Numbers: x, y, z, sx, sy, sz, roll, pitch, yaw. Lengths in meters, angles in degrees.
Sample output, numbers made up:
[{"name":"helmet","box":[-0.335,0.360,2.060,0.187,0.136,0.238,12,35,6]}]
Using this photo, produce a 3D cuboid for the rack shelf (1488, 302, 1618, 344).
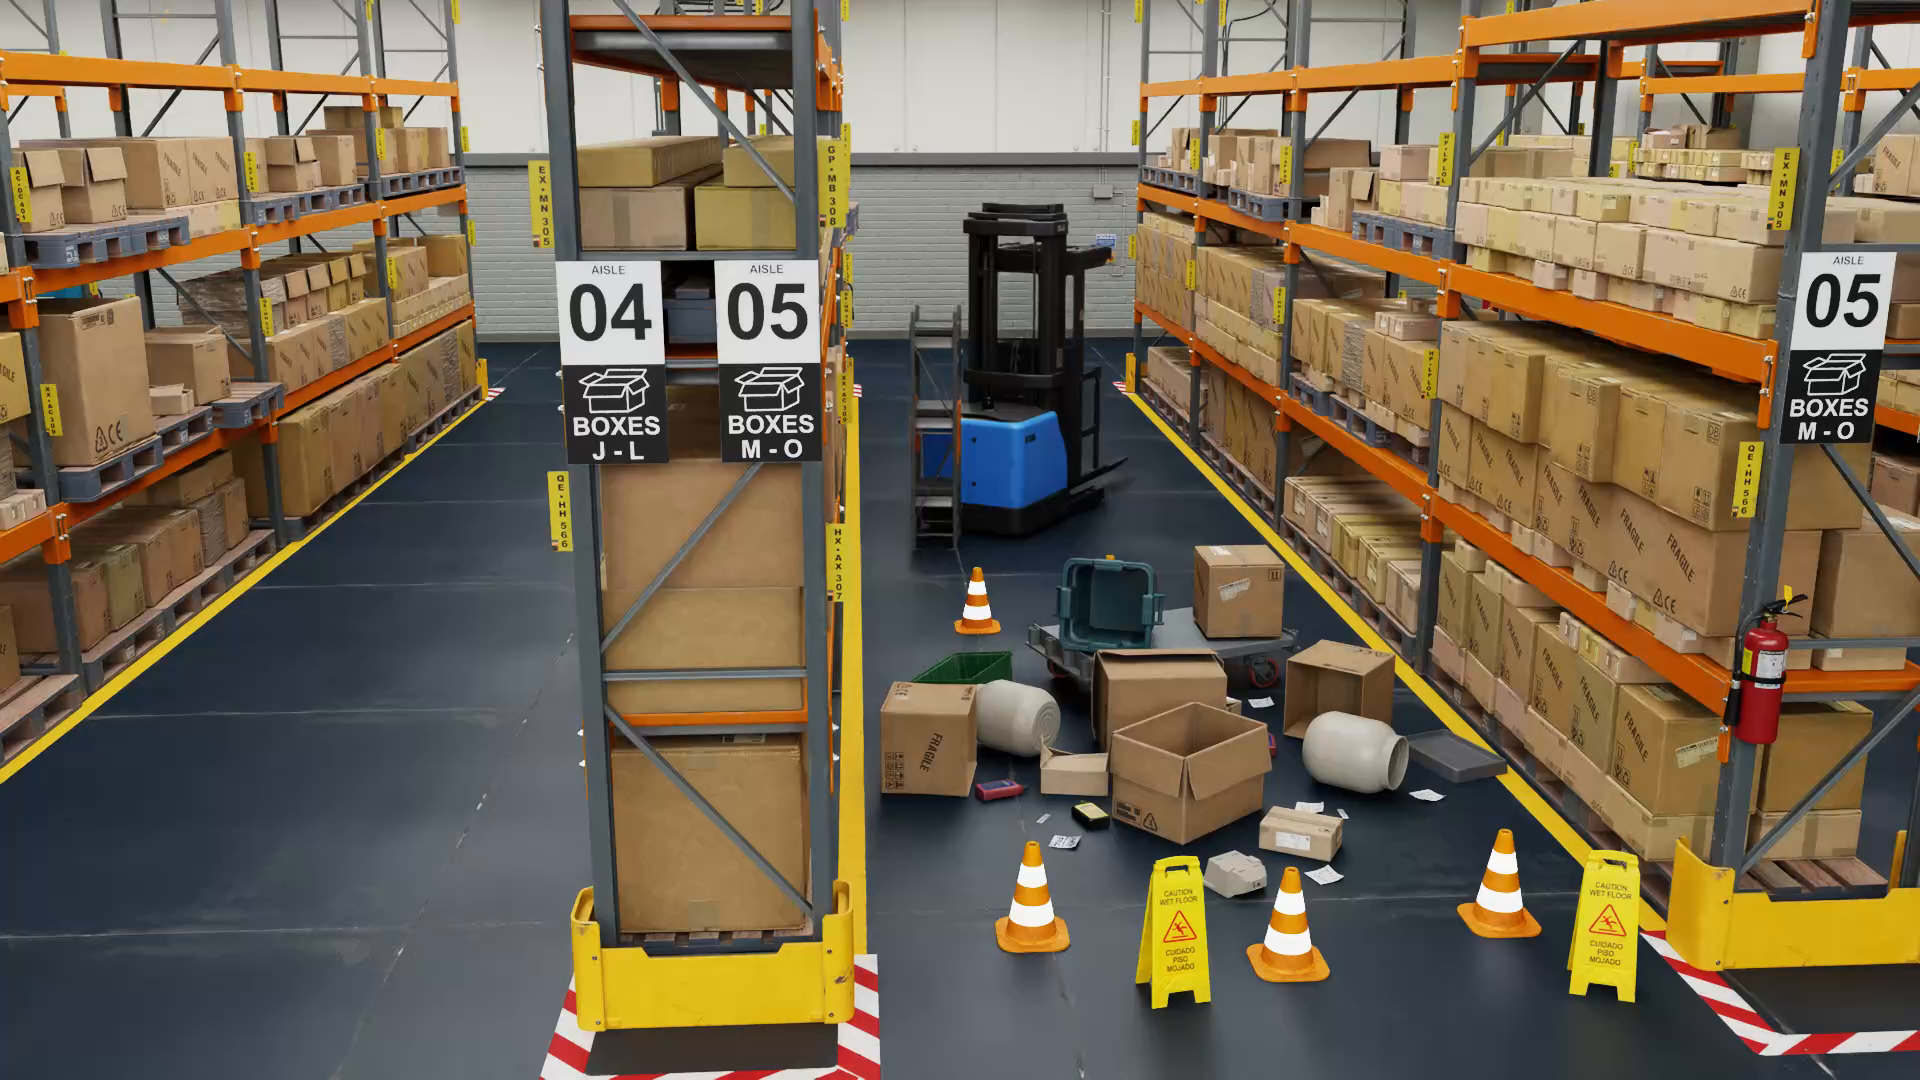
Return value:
[{"name":"rack shelf","box":[7.975,-2.755,21.159,1.077,0.370,4.000,-1,14,-3]}]

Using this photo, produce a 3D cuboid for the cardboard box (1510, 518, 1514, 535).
[{"name":"cardboard box","box":[3.483,-0.079,9.817,0.380,0.149,0.250,-1,14,-4]}]

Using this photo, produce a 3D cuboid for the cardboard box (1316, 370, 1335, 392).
[{"name":"cardboard box","box":[3.179,-1.324,13.813,0.380,0.149,0.250,-1,14,-3]}]

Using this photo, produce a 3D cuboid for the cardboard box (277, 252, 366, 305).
[{"name":"cardboard box","box":[-6.698,-2.751,17.486,0.797,0.503,0.637,-1,14,-5]}]

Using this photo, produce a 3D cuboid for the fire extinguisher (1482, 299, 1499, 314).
[{"name":"fire extinguisher","box":[7.381,-3.413,23.173,0.296,0.674,0.183,-1,14,-3]}]

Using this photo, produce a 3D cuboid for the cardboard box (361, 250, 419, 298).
[{"name":"cardboard box","box":[-6.543,-3.056,19.083,0.500,0.500,0.500,-1,14,-3]}]

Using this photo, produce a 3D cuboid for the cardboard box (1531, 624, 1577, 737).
[{"name":"cardboard box","box":[3.519,0.770,9.184,0.500,0.500,0.500,-1,14,-5]}]

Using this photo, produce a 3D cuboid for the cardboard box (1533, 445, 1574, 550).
[{"name":"cardboard box","box":[3.514,-0.243,9.154,0.500,0.500,0.500,-1,14,-3]}]

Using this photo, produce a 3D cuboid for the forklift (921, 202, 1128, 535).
[{"name":"forklift","box":[0.773,-1.782,16.070,1.130,2.935,3.031,7,16,27]}]

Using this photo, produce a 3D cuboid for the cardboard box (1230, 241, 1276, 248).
[{"name":"cardboard box","box":[3.357,-3.184,19.173,0.500,0.500,0.500,-1,14,-3]}]

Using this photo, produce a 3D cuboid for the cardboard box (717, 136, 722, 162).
[{"name":"cardboard box","box":[-1.610,-2.311,9.829,0.380,0.149,0.250,-1,14,-3]}]

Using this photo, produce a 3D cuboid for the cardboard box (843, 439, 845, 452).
[{"name":"cardboard box","box":[-1.365,-0.730,16.018,0.500,0.500,0.500,-1,14,-3]}]

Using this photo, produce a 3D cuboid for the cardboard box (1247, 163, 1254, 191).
[{"name":"cardboard box","box":[2.958,-3.462,15.869,0.396,0.266,0.258,-1,14,-5]}]

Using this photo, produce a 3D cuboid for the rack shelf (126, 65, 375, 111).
[{"name":"rack shelf","box":[-6.622,-4.242,15.699,1.077,0.370,4.000,-1,14,-3]}]

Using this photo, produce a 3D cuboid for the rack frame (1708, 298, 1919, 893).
[{"name":"rack frame","box":[3.889,0.456,7.236,1.000,3.000,0.127,-1,14,-3]}]

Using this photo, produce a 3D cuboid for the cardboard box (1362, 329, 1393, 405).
[{"name":"cardboard box","box":[3.325,-1.298,12.412,0.500,0.500,0.500,0,14,-2]}]

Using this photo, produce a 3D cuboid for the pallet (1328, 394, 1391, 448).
[{"name":"pallet","box":[3.557,-0.949,13.082,1.003,0.211,1.213,-1,14,-3]}]

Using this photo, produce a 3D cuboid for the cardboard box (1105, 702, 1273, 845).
[{"name":"cardboard box","box":[1.253,1.267,9.093,0.797,0.503,0.637,-13,20,-42]}]

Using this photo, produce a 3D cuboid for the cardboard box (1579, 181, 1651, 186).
[{"name":"cardboard box","box":[3.898,-2.051,9.864,0.380,0.149,0.250,-1,14,-2]}]

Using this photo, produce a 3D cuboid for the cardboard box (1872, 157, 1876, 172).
[{"name":"cardboard box","box":[8.600,-3.425,15.201,0.380,0.149,0.250,-1,14,-5]}]

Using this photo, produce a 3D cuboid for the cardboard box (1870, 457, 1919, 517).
[{"name":"cardboard box","box":[8.420,-0.347,14.279,0.875,0.625,0.625,0,14,-2]}]

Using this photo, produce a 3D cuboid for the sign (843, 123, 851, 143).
[{"name":"sign","box":[-1.482,-5.307,21.837,0.100,0.325,0.005,-1,14,-3]}]

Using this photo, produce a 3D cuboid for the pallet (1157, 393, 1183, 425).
[{"name":"pallet","box":[3.098,-1.673,21.104,1.003,0.211,1.213,-1,14,-3]}]

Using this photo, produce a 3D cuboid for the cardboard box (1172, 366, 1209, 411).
[{"name":"cardboard box","box":[3.157,-1.872,20.581,0.875,0.438,0.875,-1,14,-5]}]

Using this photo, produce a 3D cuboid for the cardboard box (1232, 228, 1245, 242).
[{"name":"cardboard box","box":[3.353,-3.522,19.185,0.380,0.149,0.250,-1,14,-3]}]

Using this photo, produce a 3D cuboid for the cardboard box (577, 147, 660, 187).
[{"name":"cardboard box","box":[-1.405,-1.490,6.640,0.380,0.149,0.250,-1,14,-3]}]

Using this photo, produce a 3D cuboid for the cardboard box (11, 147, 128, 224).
[{"name":"cardboard box","box":[-6.240,-2.445,11.440,0.797,0.503,0.637,0,14,-1]}]

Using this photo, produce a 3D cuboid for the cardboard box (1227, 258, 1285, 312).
[{"name":"cardboard box","box":[3.012,-2.568,16.781,0.500,0.500,0.500,-1,14,-4]}]

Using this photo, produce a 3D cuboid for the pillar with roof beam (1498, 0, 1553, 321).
[{"name":"pillar with roof beam","box":[4.287,-7.125,24.657,9.100,9.000,0.400,-1,14,-3]}]

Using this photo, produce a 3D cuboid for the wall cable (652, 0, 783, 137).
[{"name":"wall cable","box":[-3.904,-9.293,26.631,2.277,5.999,0.120,-1,14,-3]}]

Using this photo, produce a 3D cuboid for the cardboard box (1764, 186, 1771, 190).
[{"name":"cardboard box","box":[8.041,-3.240,15.882,0.500,0.250,0.500,-1,14,-3]}]

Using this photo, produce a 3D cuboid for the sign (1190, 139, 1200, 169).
[{"name":"sign","box":[2.591,-4.261,18.352,0.100,0.325,0.005,-1,14,-3]}]

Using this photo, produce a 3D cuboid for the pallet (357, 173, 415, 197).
[{"name":"pallet","box":[-6.786,-3.989,18.669,1.003,0.211,1.213,-1,14,-3]}]

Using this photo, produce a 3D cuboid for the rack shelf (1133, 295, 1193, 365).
[{"name":"rack shelf","box":[3.021,-2.678,20.858,1.077,0.370,4.000,-1,14,-3]}]

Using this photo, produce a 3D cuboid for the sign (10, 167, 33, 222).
[{"name":"sign","box":[-5.709,-2.100,10.109,0.100,0.325,0.005,-1,14,-3]}]

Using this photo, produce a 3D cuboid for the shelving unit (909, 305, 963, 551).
[{"name":"shelving unit","box":[-0.208,-0.987,14.647,0.431,2.100,0.503,1,14,4]}]

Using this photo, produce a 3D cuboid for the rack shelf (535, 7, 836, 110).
[{"name":"rack shelf","box":[-1.169,-2.304,8.166,1.077,0.370,4.000,-1,14,-3]}]

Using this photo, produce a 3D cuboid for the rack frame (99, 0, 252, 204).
[{"name":"rack frame","box":[-6.498,-4.286,13.626,1.000,3.000,0.127,-1,14,-3]}]

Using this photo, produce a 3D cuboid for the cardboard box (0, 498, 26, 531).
[{"name":"cardboard box","box":[-5.937,-0.153,10.107,0.380,0.149,0.250,-1,14,-3]}]

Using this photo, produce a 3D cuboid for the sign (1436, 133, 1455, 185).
[{"name":"sign","box":[3.087,-2.424,10.578,0.100,0.325,0.005,-1,14,-3]}]

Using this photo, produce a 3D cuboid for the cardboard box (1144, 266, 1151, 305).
[{"name":"cardboard box","box":[2.700,-3.323,21.720,0.500,0.500,0.500,-1,14,-4]}]

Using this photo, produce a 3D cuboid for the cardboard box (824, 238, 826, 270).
[{"name":"cardboard box","box":[-0.778,-1.242,7.273,0.380,0.149,0.250,-1,14,-3]}]

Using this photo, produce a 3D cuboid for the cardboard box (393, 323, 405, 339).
[{"name":"cardboard box","box":[-6.432,-2.333,18.578,0.380,0.149,0.250,-1,14,-3]}]

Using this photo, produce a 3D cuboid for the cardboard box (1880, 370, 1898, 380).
[{"name":"cardboard box","box":[8.161,-1.542,14.299,0.500,0.250,0.500,0,14,-2]}]

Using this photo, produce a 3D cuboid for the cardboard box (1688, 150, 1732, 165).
[{"name":"cardboard box","box":[7.858,-3.997,17.385,0.380,0.149,0.250,-1,14,-3]}]

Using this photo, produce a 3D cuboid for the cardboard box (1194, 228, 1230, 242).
[{"name":"cardboard box","box":[2.901,-3.515,19.157,0.380,0.149,0.250,-1,14,-2]}]

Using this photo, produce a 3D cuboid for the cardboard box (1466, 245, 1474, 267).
[{"name":"cardboard box","box":[3.413,-1.788,10.440,0.380,0.149,0.250,-1,14,-4]}]

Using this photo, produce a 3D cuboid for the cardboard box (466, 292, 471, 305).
[{"name":"cardboard box","box":[-6.643,-3.165,21.814,0.380,0.149,0.250,-1,14,-2]}]

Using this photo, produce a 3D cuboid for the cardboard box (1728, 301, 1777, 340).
[{"name":"cardboard box","box":[3.587,-0.960,7.221,0.380,0.149,0.250,-1,14,-3]}]

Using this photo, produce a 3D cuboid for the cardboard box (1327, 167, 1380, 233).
[{"name":"cardboard box","box":[3.442,-2.799,13.666,0.700,0.500,0.500,-1,14,-3]}]

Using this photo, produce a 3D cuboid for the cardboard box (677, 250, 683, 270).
[{"name":"cardboard box","box":[-1.451,-1.293,7.471,0.380,0.149,0.250,-1,14,-3]}]

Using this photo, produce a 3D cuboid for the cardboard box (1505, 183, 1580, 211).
[{"name":"cardboard box","box":[3.377,-1.977,9.575,0.380,0.149,0.250,-1,14,-4]}]

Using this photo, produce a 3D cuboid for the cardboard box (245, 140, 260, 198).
[{"name":"cardboard box","box":[-6.608,-3.238,14.520,0.797,0.503,0.637,0,14,0]}]

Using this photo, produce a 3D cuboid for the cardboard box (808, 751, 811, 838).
[{"name":"cardboard box","box":[-1.210,0.996,8.555,0.875,0.875,0.875,-1,14,-4]}]

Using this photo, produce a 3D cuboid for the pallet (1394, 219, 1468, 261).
[{"name":"pallet","box":[3.709,-2.056,11.355,1.213,0.211,1.003,-1,14,-3]}]

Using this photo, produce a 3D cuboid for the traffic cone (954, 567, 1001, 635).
[{"name":"traffic cone","box":[0.131,0.434,12.411,0.336,0.463,0.334,-1,14,-3]}]

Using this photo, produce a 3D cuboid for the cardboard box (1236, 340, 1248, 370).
[{"name":"cardboard box","box":[3.040,-1.835,16.441,0.500,0.250,0.500,-1,14,-4]}]
